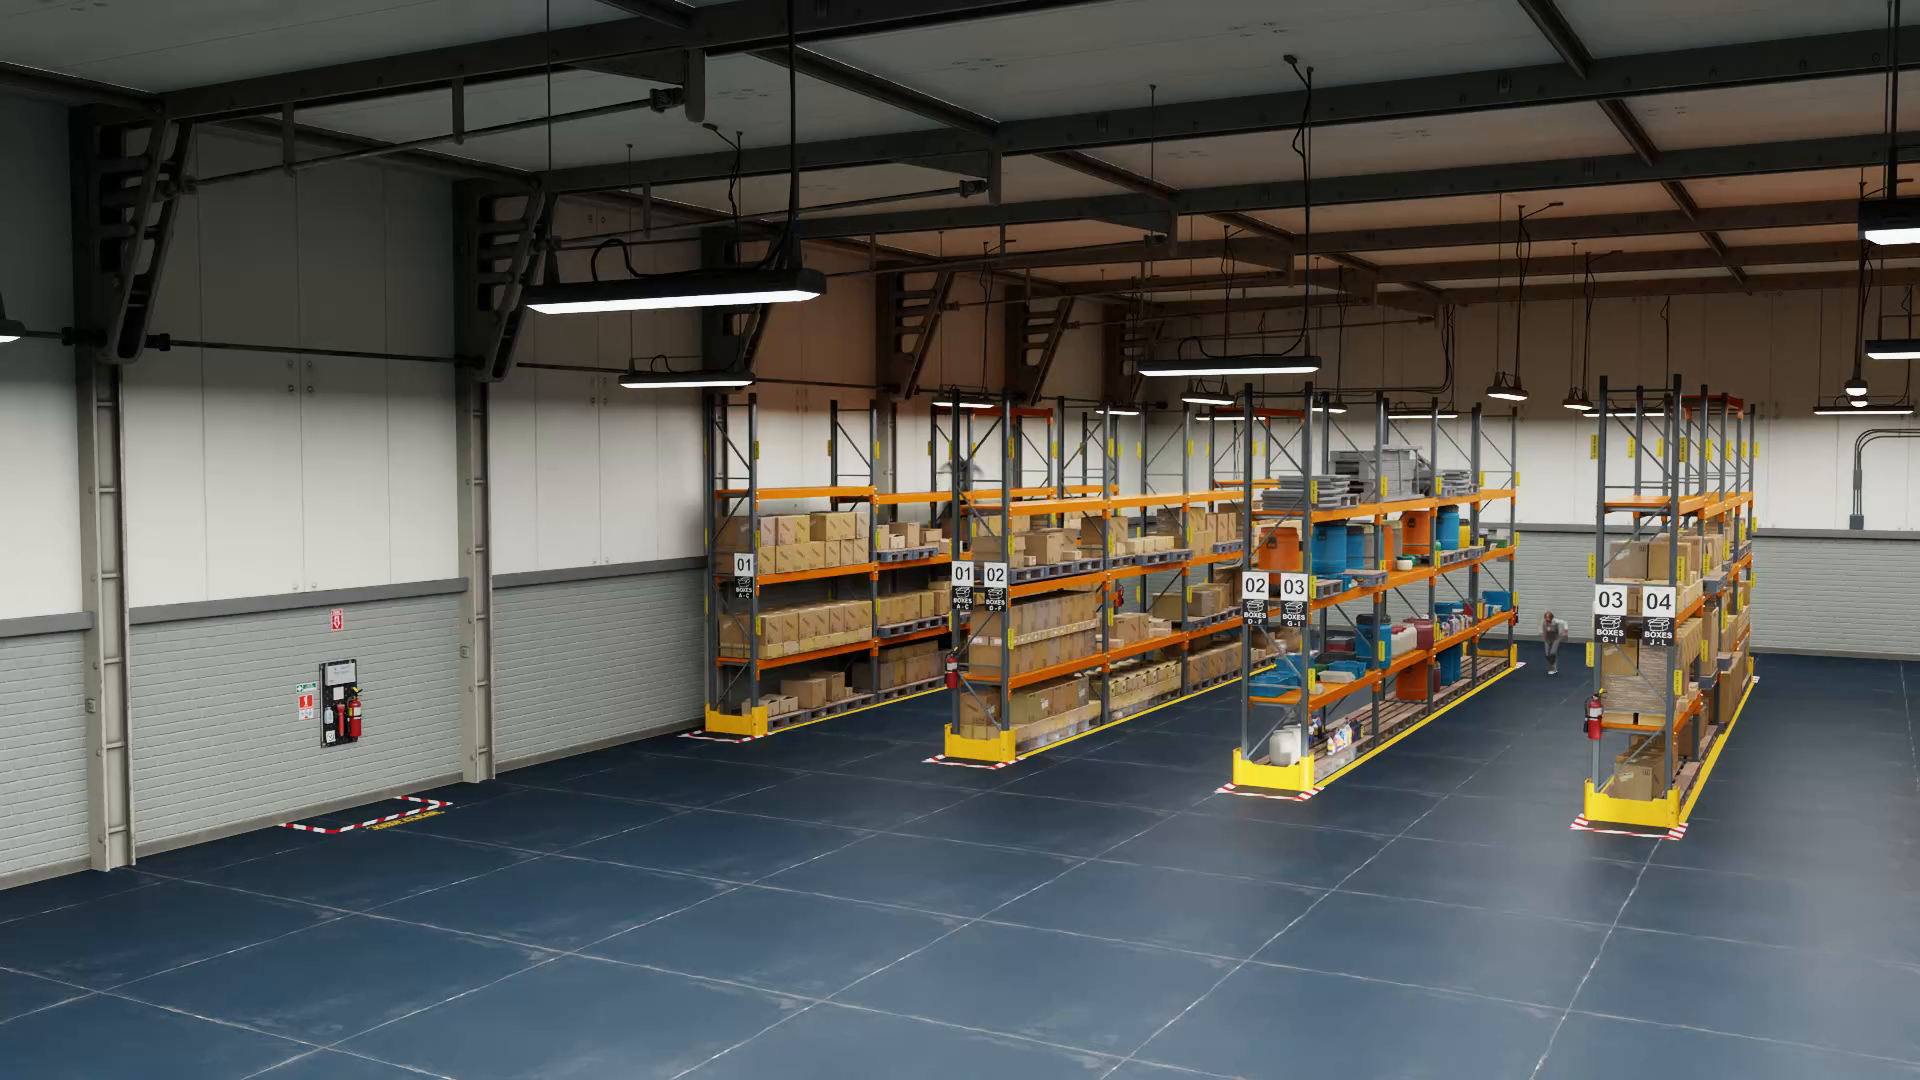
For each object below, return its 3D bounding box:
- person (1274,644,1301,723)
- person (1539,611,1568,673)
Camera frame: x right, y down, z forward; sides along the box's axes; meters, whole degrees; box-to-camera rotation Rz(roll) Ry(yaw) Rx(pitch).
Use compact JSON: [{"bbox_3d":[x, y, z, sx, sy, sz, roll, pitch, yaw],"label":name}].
[{"bbox_3d":[6.067,2.621,30.453,0.621,1.490,0.918,3,4,40],"label":"person"},{"bbox_3d":[13.195,2.286,36.984,0.577,1.433,0.814,2,4,33],"label":"person"}]
